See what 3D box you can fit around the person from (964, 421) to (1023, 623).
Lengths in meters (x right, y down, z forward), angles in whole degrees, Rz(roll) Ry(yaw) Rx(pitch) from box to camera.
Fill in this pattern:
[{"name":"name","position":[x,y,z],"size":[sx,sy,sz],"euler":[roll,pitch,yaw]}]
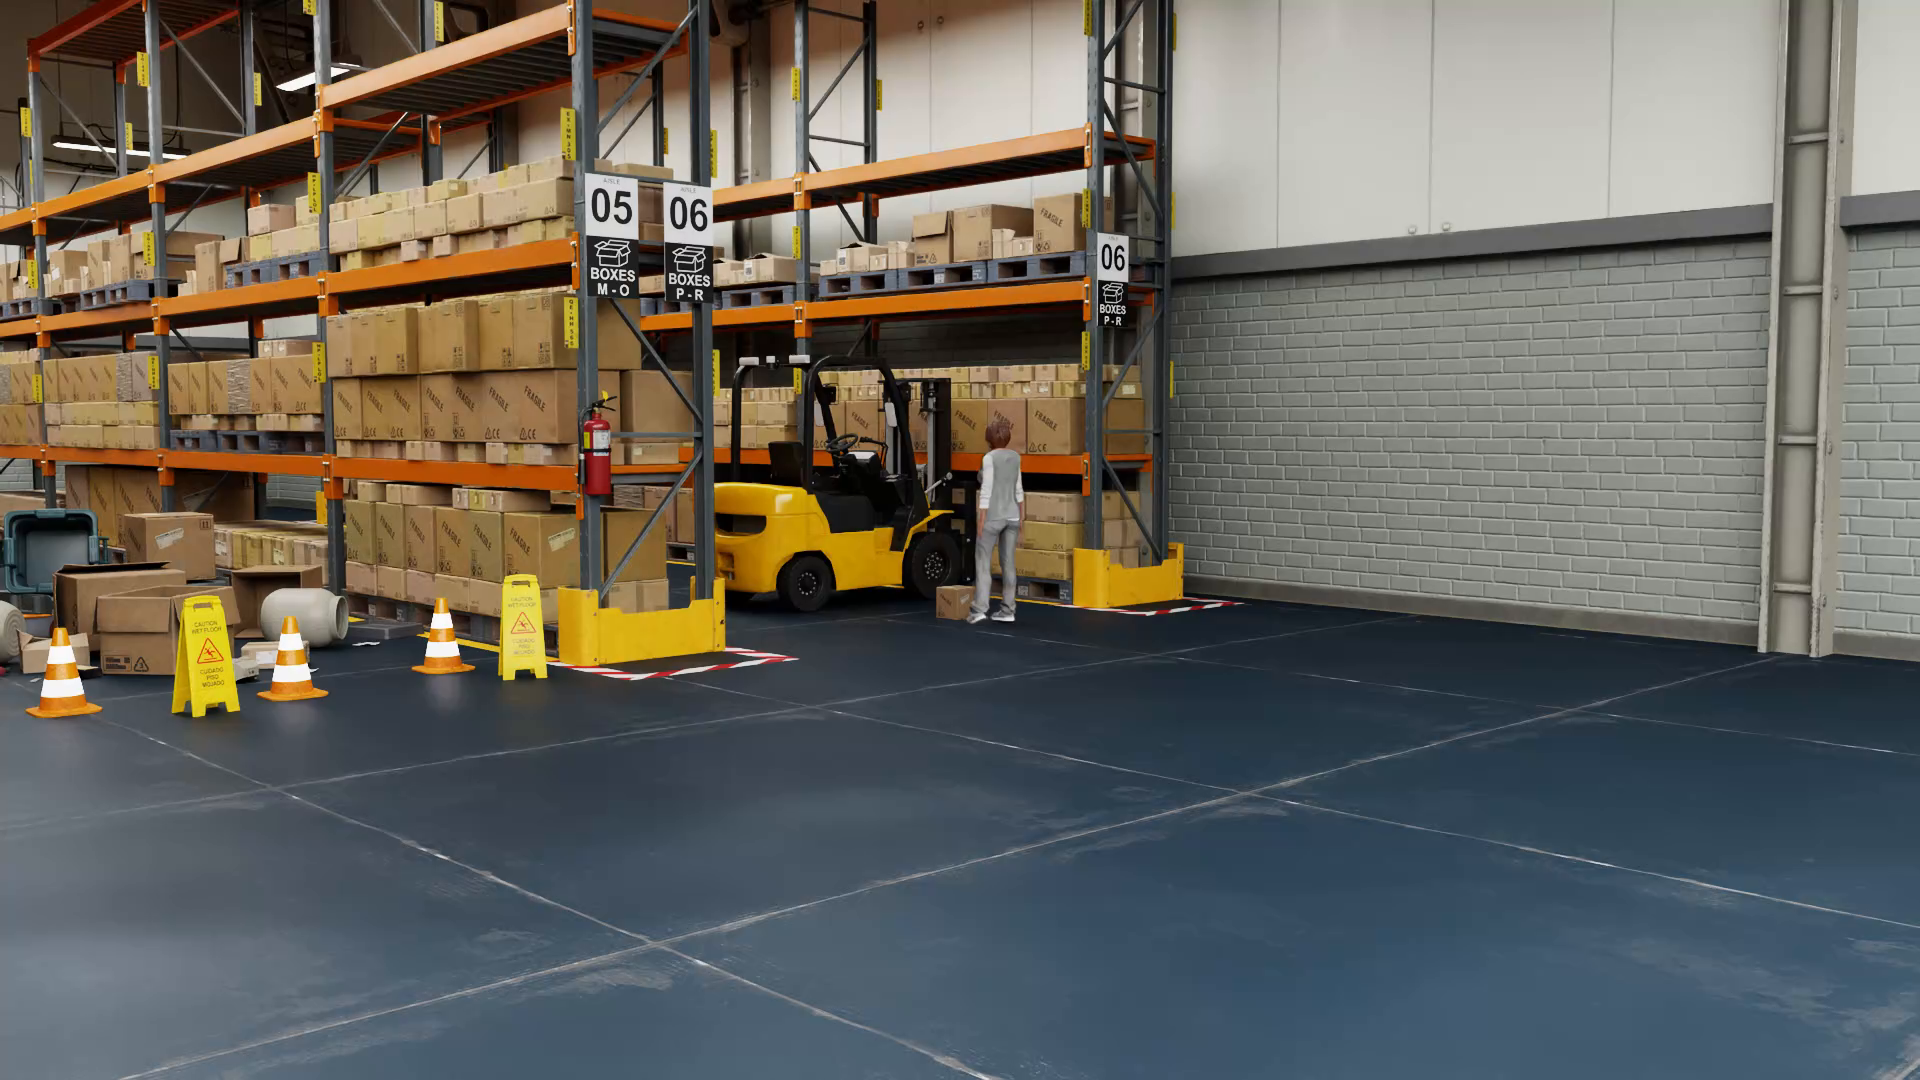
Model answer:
[{"name":"person","position":[0.284,-0.125,13.206],"size":[0.442,1.643,0.422],"euler":[-3,5,-36]}]
